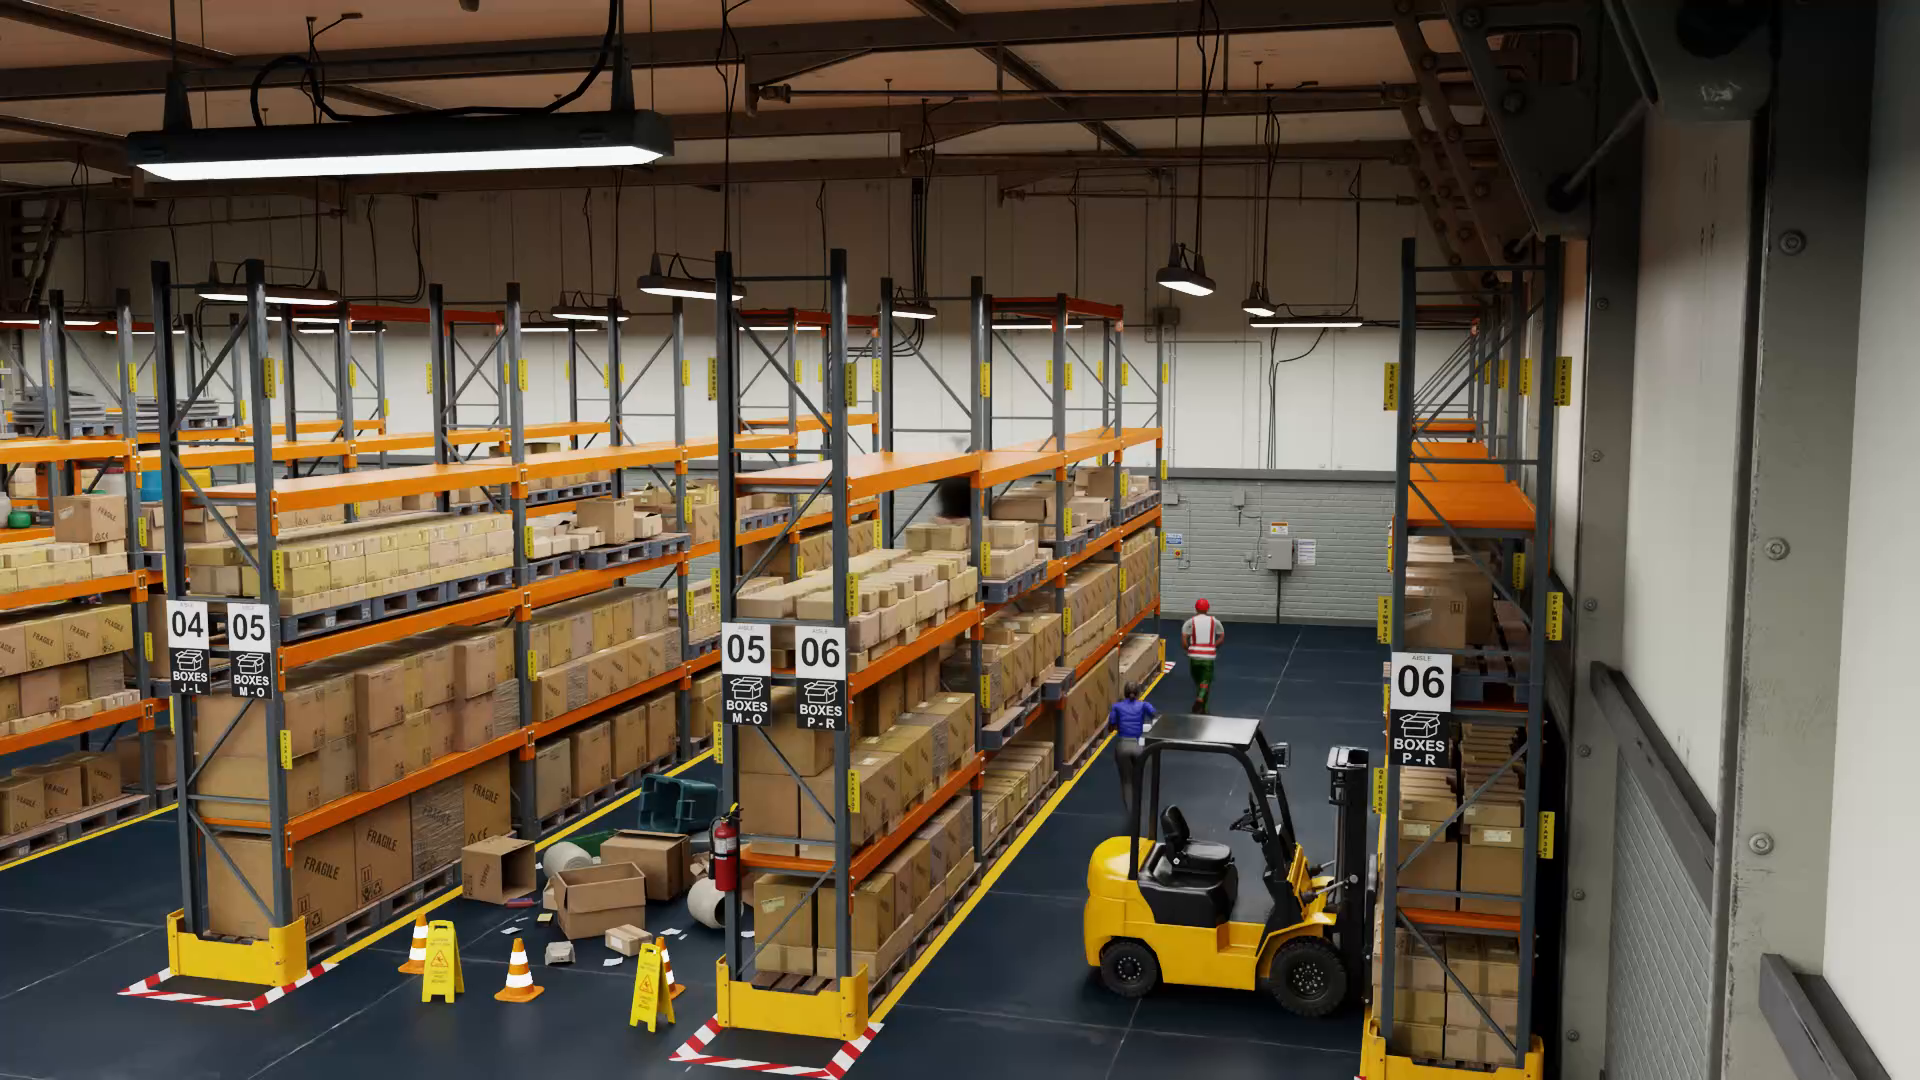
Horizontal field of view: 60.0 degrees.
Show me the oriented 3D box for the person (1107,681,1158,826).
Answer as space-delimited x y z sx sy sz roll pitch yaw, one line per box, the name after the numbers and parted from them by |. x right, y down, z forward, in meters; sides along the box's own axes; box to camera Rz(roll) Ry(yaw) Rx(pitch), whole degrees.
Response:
1.958 2.397 18.778 0.579 1.567 0.780 0 6 1 | person

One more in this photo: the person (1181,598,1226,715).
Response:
3.557 1.736 24.368 0.644 1.737 0.676 1 6 11 | person
